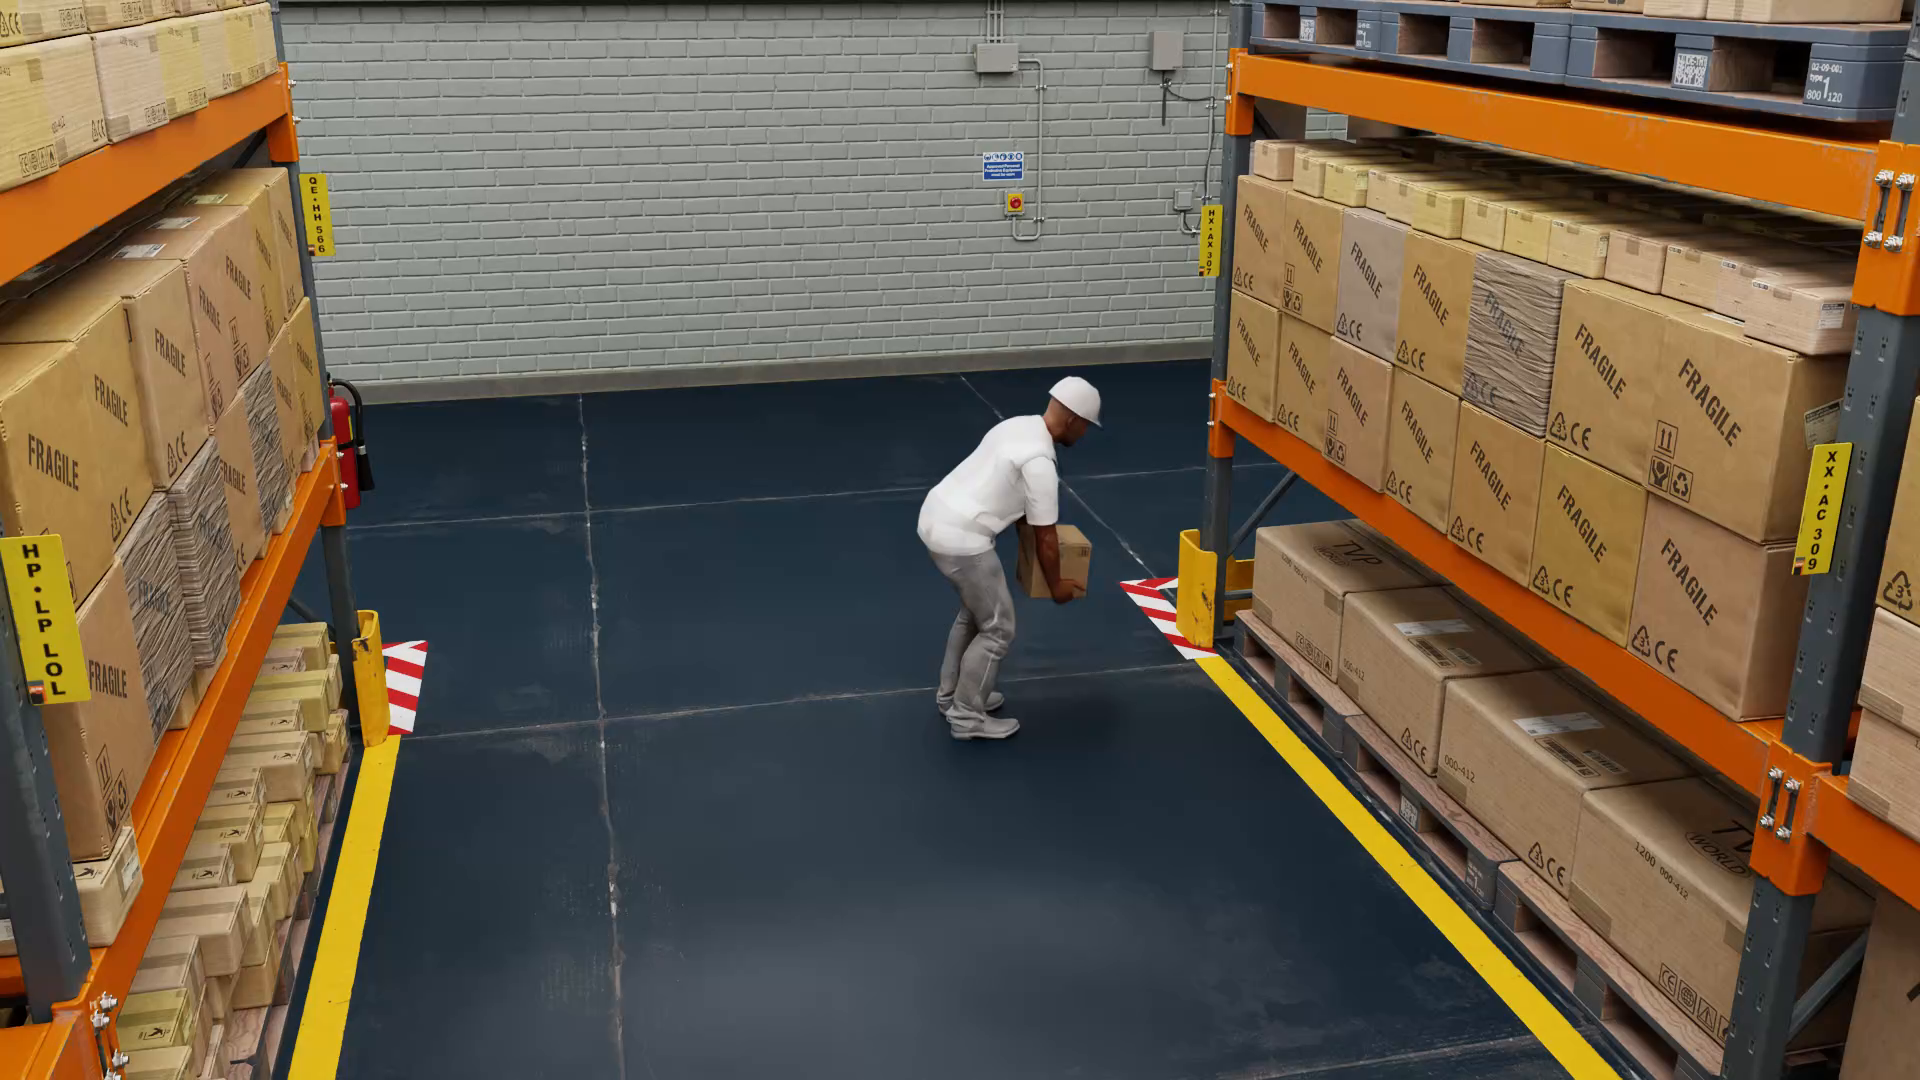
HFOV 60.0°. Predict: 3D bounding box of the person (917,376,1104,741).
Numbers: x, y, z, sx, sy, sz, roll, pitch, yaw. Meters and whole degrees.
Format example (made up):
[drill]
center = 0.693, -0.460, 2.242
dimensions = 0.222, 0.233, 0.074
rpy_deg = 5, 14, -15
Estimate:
[person]
center = 0.222, 0.062, 7.190
dimensions = 0.803, 1.542, 0.488
rpy_deg = -5, 20, -14
